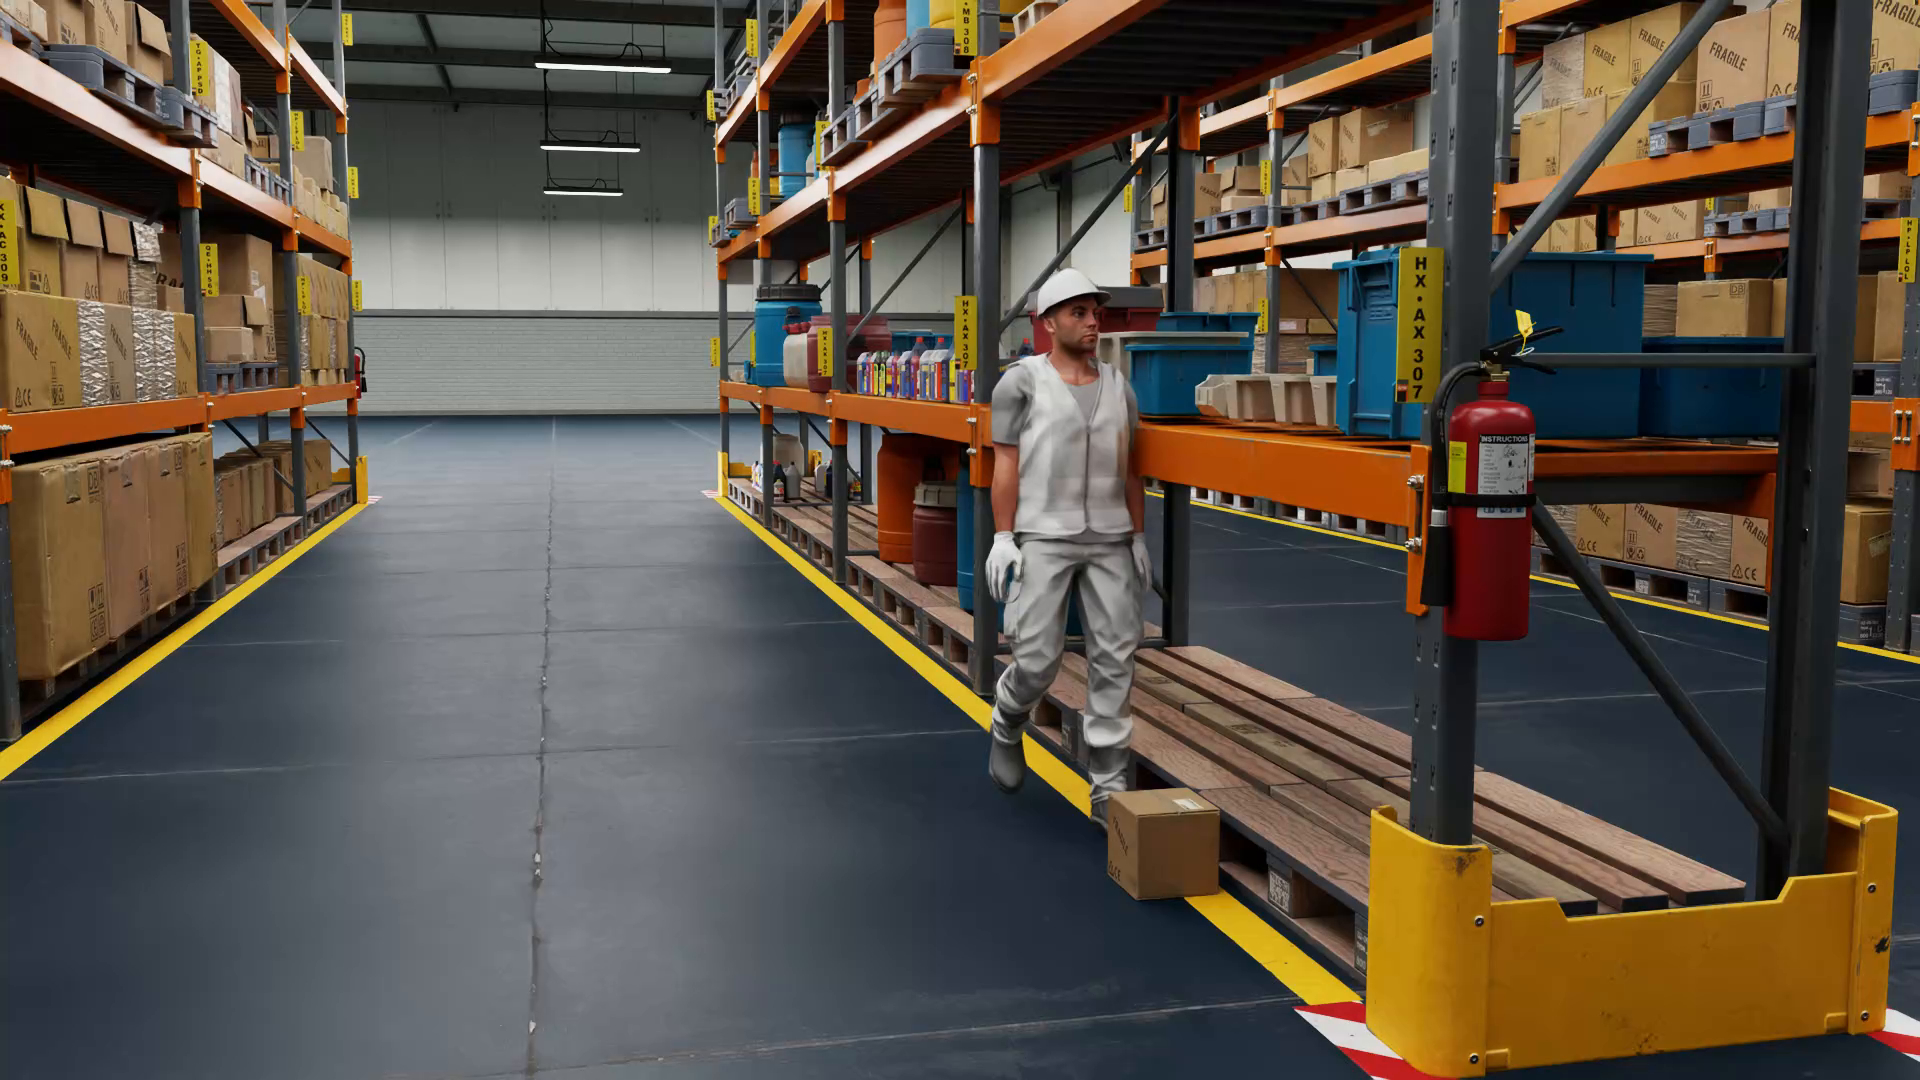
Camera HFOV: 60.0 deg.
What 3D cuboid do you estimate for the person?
[{"bbox_3d":[0.360,0.025,5.326,0.578,1.778,0.703,-2,6,-19],"label":"person"}]
